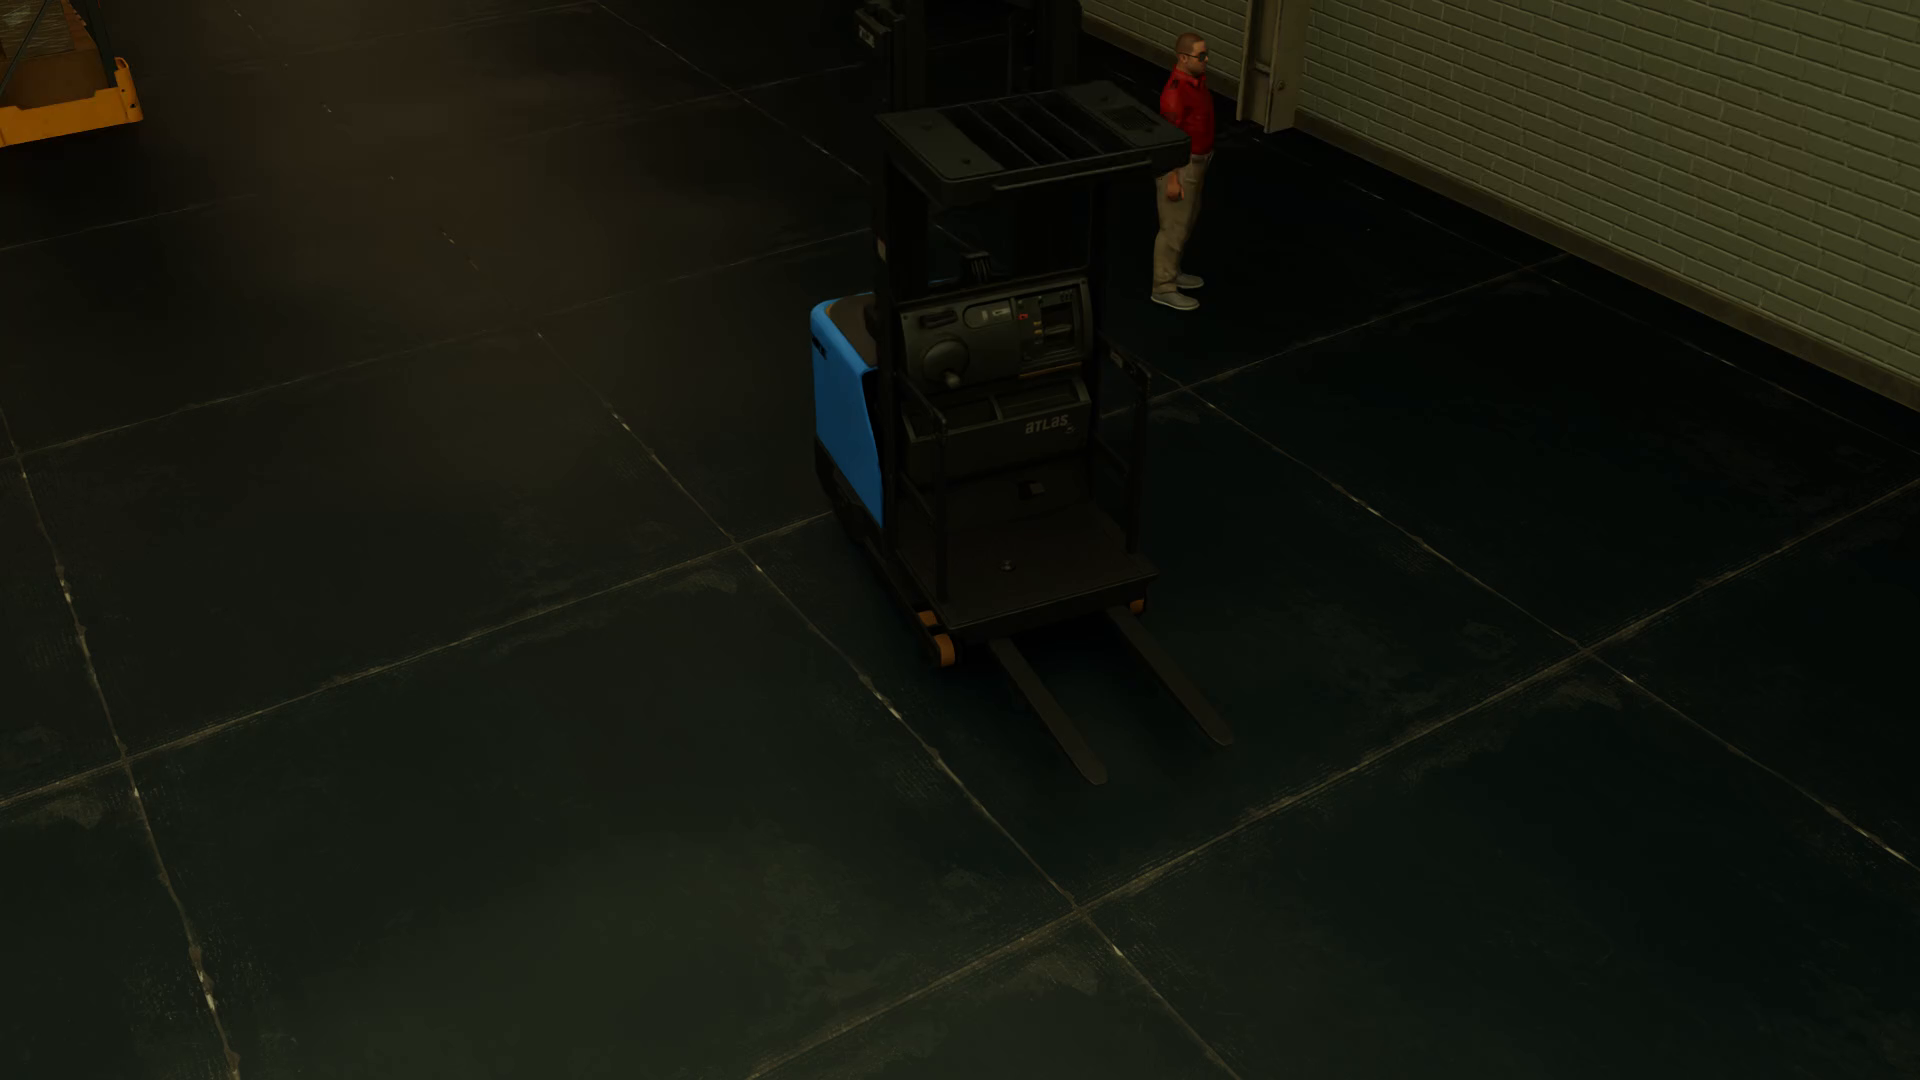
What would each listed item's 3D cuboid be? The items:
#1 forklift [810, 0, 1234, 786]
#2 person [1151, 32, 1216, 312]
[{"bbox_3d":[0.261,-0.877,7.396,1.130,2.935,3.031,-14,37,-19],"label":"forklift"},{"bbox_3d":[1.431,-2.343,10.530,0.376,1.731,0.554,10,36,14],"label":"person"}]
